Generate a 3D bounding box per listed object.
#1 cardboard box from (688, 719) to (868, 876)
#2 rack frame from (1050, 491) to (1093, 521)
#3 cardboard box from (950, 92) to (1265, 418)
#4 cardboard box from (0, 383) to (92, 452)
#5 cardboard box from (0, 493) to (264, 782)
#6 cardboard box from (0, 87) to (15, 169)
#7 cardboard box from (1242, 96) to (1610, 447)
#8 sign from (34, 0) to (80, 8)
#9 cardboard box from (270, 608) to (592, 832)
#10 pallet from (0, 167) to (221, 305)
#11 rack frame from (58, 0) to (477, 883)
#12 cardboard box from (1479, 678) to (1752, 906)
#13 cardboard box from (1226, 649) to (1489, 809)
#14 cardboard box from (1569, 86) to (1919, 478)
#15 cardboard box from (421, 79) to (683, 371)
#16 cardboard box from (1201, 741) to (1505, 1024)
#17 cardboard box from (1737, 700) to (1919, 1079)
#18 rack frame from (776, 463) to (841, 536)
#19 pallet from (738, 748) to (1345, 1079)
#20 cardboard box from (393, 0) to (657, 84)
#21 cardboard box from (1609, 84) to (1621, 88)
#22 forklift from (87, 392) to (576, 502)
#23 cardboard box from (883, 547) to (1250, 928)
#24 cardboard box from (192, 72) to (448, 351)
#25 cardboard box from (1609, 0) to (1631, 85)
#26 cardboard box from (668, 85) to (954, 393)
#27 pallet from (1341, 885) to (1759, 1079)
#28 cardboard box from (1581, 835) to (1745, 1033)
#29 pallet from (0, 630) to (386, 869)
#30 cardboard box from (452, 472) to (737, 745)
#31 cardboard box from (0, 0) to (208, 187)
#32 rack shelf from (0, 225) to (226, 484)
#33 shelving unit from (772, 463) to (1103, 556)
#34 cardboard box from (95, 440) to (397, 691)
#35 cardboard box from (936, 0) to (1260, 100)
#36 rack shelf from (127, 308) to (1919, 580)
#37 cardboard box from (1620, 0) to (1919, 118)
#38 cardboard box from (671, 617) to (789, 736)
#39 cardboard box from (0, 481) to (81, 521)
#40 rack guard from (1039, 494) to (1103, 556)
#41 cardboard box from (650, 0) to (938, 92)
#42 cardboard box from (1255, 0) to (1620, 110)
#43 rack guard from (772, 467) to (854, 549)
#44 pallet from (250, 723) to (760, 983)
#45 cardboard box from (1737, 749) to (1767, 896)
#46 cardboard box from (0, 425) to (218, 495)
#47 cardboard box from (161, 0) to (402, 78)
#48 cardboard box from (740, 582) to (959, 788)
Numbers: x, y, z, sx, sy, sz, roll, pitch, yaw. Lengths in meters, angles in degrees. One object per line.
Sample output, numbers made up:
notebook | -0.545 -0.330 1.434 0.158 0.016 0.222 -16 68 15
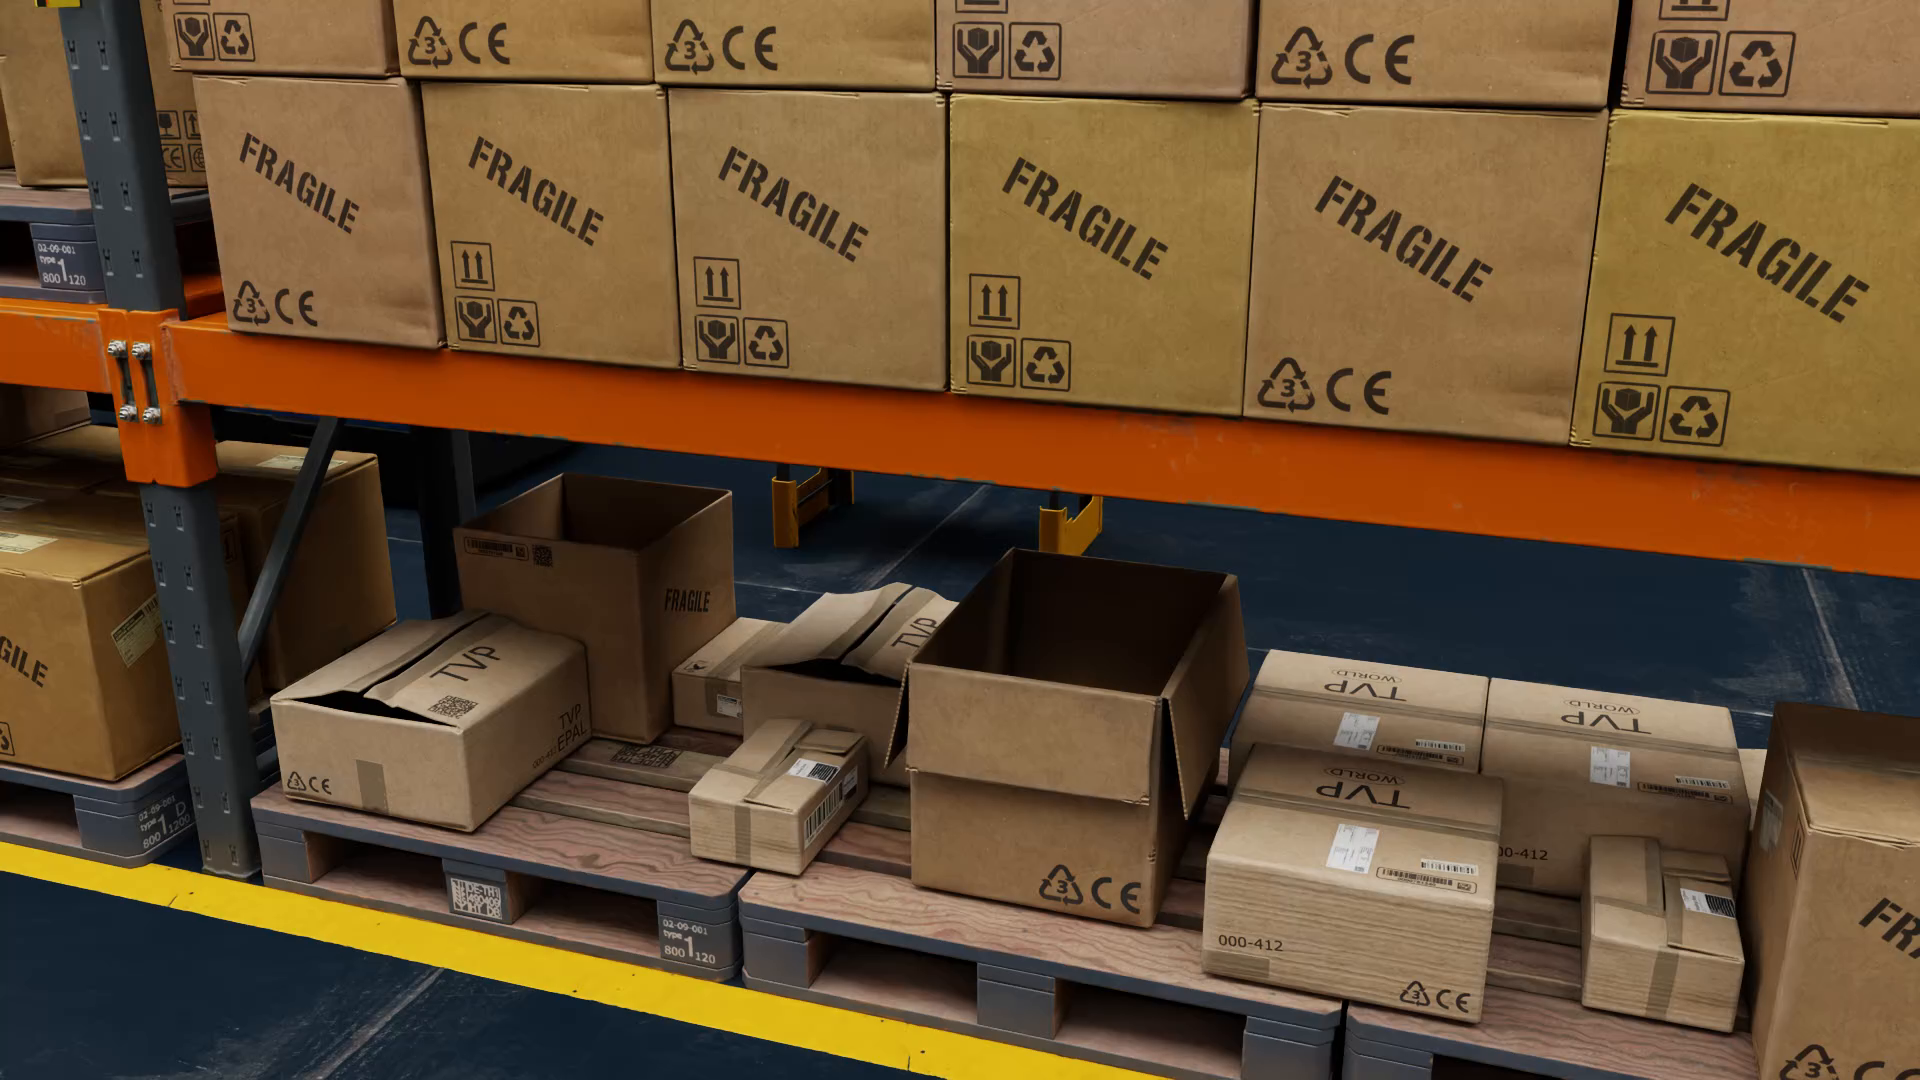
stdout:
cardboard box | -0.386 0.542 3.600 0.250 0.166 0.380 7 20 18
rack frame | 0.400 -0.663 5.698 0.032 1.500 0.500 7 20 18
cardboard box | 0.298 -0.535 2.901 0.500 0.500 0.500 6 20 17
cardboard box | -2.853 -0.408 4.681 0.500 0.250 0.500 7 20 18
cardboard box | -2.092 0.218 4.024 0.500 0.500 0.500 6 20 18
cardboard box | -2.576 -1.212 4.205 0.500 0.500 0.700 10 22 27
cardboard box | 0.774 -0.480 2.745 0.500 0.500 0.500 7 20 18
sign | -1.711 -1.165 3.101 0.005 0.325 0.100 7 20 18
cardboard box | -1.206 0.384 3.835 0.500 0.311 0.500 7 20 18
pallet | -2.251 -0.820 4.165 1.213 0.211 1.003 7 20 18
rack frame | -1.532 -0.791 3.788 0.127 3.000 1.000 7 20 18
cardboard box | 1.354 0.531 3.505 0.500 0.250 0.500 7 20 18
cardboard box | 0.882 0.477 3.660 0.500 0.250 0.500 7 20 18
cardboard box | 1.243 -0.425 2.586 0.500 0.500 0.500 7 20 19
cardboard box | -0.655 -0.644 3.215 0.500 0.500 0.500 7 20 19
cardboard box | 0.765 0.638 3.198 0.500 0.250 0.500 7 20 18
cardboard box | 1.652 0.632 2.836 0.500 0.500 0.500 7 20 18
rack frame | -0.561 -0.772 6.013 0.032 1.500 0.500 7 20 18
pallet | 0.273 0.732 3.657 1.213 0.211 1.003 7 20 18
cardboard box | -0.692 -1.116 3.050 0.500 0.500 0.500 6 20 16
cardboard box | 1.425 -0.590 3.060 0.500 0.500 0.500 6 20 18
forklift | -3.144 -1.823 6.853 3.031 2.935 1.130 8 21 21
cardboard box | 0.245 0.382 3.549 0.637 0.503 0.797 7 20 18
cardboard box | -1.140 -0.698 3.370 0.500 0.500 0.500 7 20 19
cardboard box | 1.418 -1.062 2.895 0.500 0.500 0.500 7 20 19
cardboard box | -0.183 -0.589 3.058 0.500 0.500 0.500 6 20 18
pallet | 1.421 0.864 3.277 1.213 0.211 1.003 7 20 18
cardboard box | 1.299 0.717 3.097 0.250 0.166 0.380 7 20 18
pallet | -2.313 0.450 4.465 1.213 0.211 1.003 7 20 18
cardboard box | -0.901 0.155 4.203 0.500 0.500 0.500 7 20 18
cardboard box | -1.906 -1.157 4.049 0.500 0.500 0.700 0 19 0
rack shelf | -3.421 -0.667 4.526 4.000 0.370 1.077 7 20 18
shelving unit | -0.072 -0.716 5.853 1.083 1.500 0.587 7 20 18
cardboard box | -1.909 0.054 4.494 0.500 0.500 0.500 6 20 16
cardboard box | 0.282 -1.005 2.731 0.500 0.500 0.500 7 20 20
rack shelf | 0.357 -0.235 3.287 4.000 0.370 1.077 7 20 18
cardboard box | 1.259 -0.895 2.416 0.500 0.500 0.500 7 20 20
cardboard box | -0.527 0.343 4.199 0.250 0.149 0.380 7 20 18
cardboard box | -2.556 0.162 4.185 0.500 0.500 0.500 7 20 18
rack guard | 0.398 -0.072 5.904 0.087 0.250 0.587 7 20 18
cardboard box | -0.206 -1.061 2.891 0.500 0.500 0.500 6 20 16
cardboard box | 0.767 -0.950 2.572 0.500 0.500 0.500 7 20 20
rack guard | -0.542 -0.180 6.213 0.087 0.250 0.587 7 20 18
pallet | -0.883 0.600 4.033 1.213 0.211 1.003 7 20 18
cardboard box | 1.728 0.592 3.456 0.250 0.166 0.380 7 20 18
cardboard box | -2.416 0.000 4.650 0.500 0.500 0.500 7 20 19
cardboard box | -1.179 -1.172 3.210 0.500 0.500 0.500 7 20 19
cardboard box | -0.192 0.325 4.002 0.500 0.311 0.500 7 20 18
